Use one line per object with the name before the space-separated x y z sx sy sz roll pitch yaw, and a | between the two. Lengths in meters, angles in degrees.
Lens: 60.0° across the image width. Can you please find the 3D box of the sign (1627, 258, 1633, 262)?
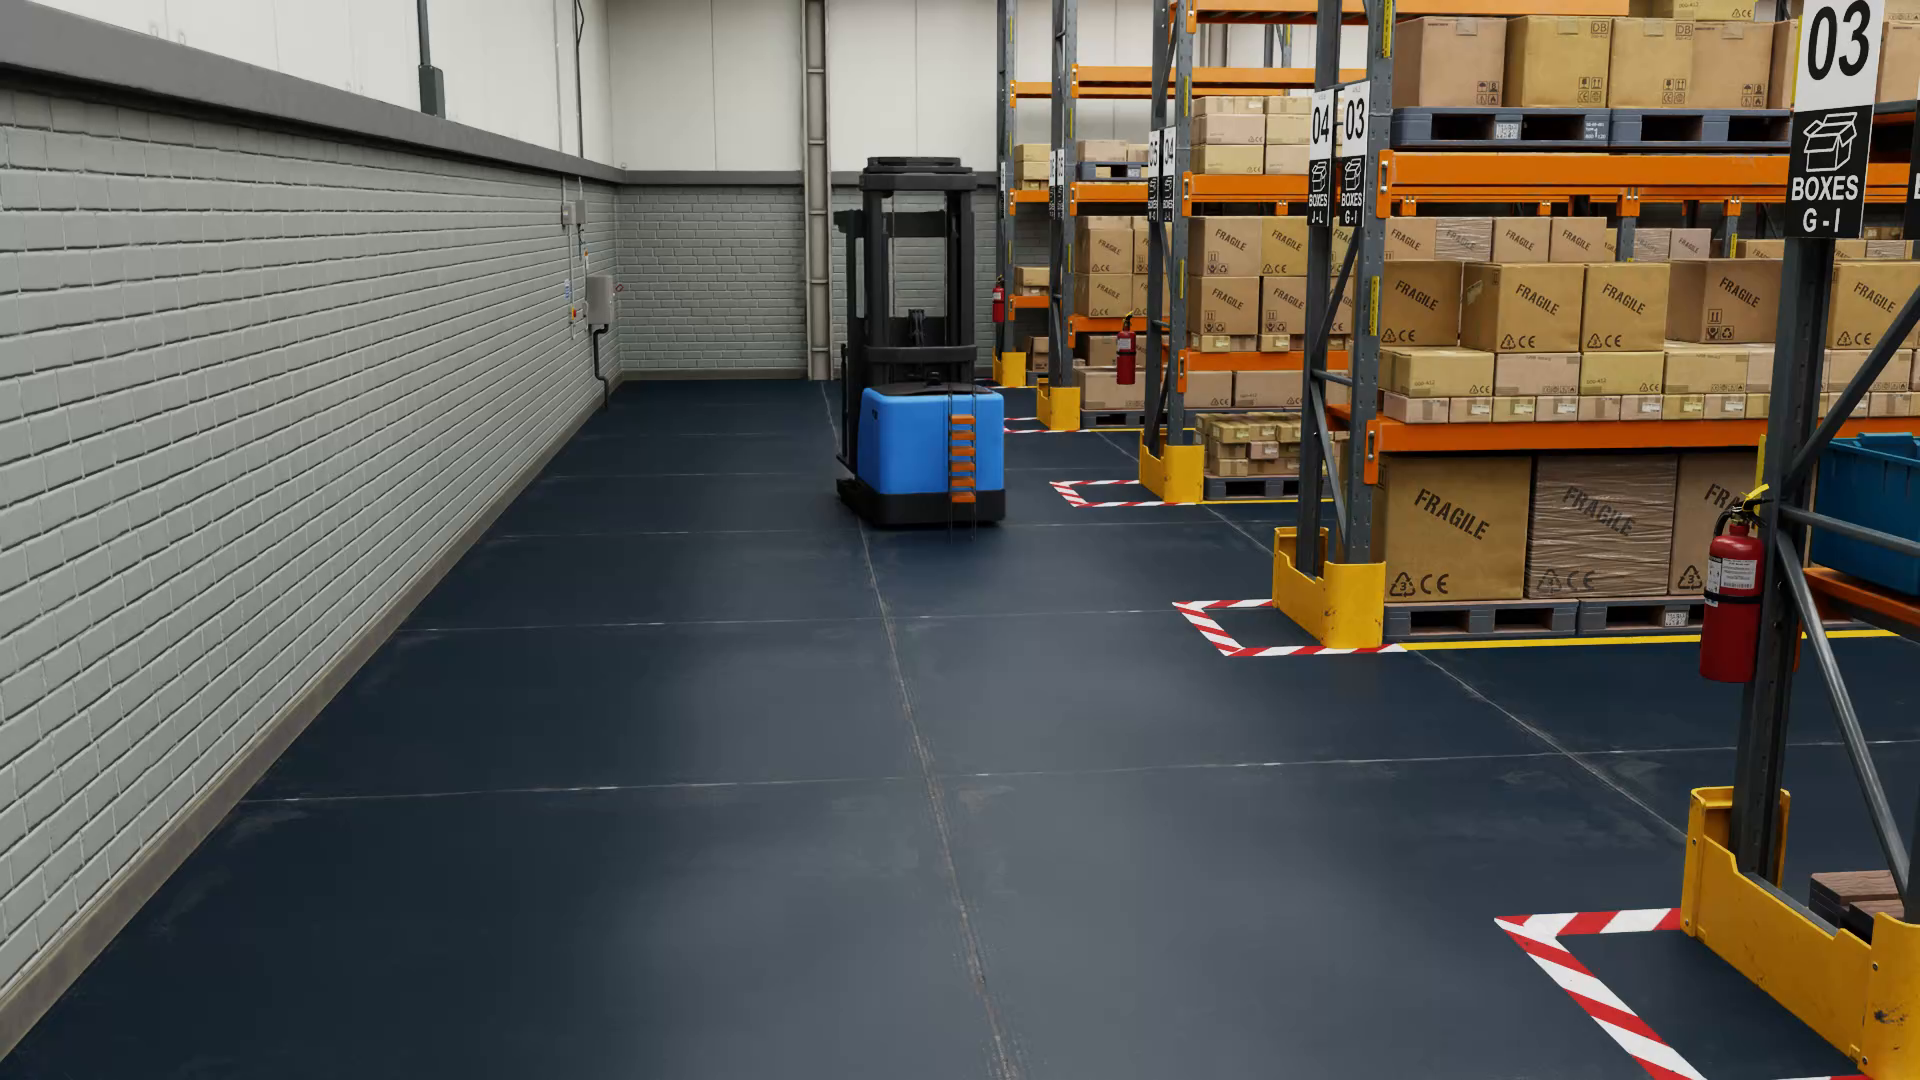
sign | 5.871 -2.311 14.601 0.005 0.325 0.100 -1 11 -6

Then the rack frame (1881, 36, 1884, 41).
rack frame | 2.798 -2.947 4.530 0.127 3.000 1.000 -1 11 -6

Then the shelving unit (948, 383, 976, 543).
shelving unit | 0.014 -0.589 12.754 0.189 1.200 0.258 -1 11 -6

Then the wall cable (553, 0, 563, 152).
wall cable | -4.432 -5.625 18.150 0.029 3.000 0.463 -1 11 -6

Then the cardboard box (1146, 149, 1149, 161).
cardboard box | 2.299 -4.436 19.182 0.250 0.149 0.380 -1 11 -4

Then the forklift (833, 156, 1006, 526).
forklift | -0.476 -1.794 14.396 1.130 2.935 3.031 -3 11 -13

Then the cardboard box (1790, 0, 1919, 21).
cardboard box | 5.304 -3.162 9.849 0.500 0.250 0.500 -2 11 -10

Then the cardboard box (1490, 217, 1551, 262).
cardboard box | 4.853 -2.602 14.704 0.500 0.500 0.500 -2 11 -8

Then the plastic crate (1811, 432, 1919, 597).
plastic crate | 3.111 -0.093 5.317 0.499 0.435 0.616 -1 11 -6

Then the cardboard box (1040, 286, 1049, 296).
cardboard box | 1.257 -3.650 24.312 0.250 0.149 0.380 -1 11 -5

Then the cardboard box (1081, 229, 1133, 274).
cardboard box | 1.701 -3.349 19.274 0.500 0.500 0.500 -1 11 -7

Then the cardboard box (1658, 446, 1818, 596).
cardboard box | 4.680 -0.183 10.441 0.875 0.875 0.875 -1 11 -6

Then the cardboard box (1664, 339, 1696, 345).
cardboard box | 4.244 -1.119 10.402 0.500 0.250 0.500 -1 11 -6

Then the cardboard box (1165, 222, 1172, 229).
cardboard box | 2.359 -3.677 19.264 0.250 0.149 0.380 -2 11 -8

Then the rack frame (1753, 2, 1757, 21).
rack frame | 9.146 -5.964 19.876 0.127 3.000 1.000 -1 11 -6

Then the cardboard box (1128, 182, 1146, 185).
cardboard box | 2.530 -5.129 24.058 0.250 0.149 0.380 -1 11 -6

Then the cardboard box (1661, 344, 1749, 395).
cardboard box | 4.304 -1.017 9.885 0.500 0.250 0.500 -1 11 -7

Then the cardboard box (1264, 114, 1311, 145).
cardboard box | 2.811 -3.520 14.315 0.500 0.250 0.500 -1 11 -7

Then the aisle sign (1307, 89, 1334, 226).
aisle sign | 2.159 -2.285 9.974 0.004 0.787 0.394 -1 11 -6

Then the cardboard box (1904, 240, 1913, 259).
cardboard box | 11.682 -3.431 20.424 0.500 0.500 0.500 -1 11 -4

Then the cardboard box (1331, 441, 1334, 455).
cardboard box | 3.155 -0.823 14.807 0.250 0.149 0.380 -1 11 -4

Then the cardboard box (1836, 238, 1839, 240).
cardboard box | 10.742 -3.828 20.762 0.250 0.149 0.380 -2 11 -9

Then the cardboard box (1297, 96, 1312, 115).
cardboard box | 2.949 -3.707 14.232 0.250 0.149 0.380 -1 11 -5

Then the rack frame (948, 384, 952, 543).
rack frame | -0.077 -0.587 12.744 0.006 1.200 0.240 -1 11 -6

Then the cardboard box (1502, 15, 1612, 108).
cardboard box | 3.347 -2.739 9.640 0.500 0.500 0.700 -2 11 -8

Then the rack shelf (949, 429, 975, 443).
rack shelf | 0.014 -0.781 12.716 0.180 0.103 0.258 -1 11 -6

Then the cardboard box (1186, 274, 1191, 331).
cardboard box | 2.247 -2.160 15.049 0.500 0.500 0.500 -1 11 -5

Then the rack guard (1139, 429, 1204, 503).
rack guard | 1.903 -0.681 15.038 0.348 0.500 1.175 -1 11 -6

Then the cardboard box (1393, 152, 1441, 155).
cardboard box | 3.851 -3.297 14.475 0.500 0.250 0.500 -1 11 -6

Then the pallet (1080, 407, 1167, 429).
pallet | 1.979 -1.517 20.037 1.213 0.211 1.003 -1 11 -6

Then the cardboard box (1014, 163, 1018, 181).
cardboard box | 1.066 -5.411 24.457 0.500 0.250 0.500 -1 11 -7

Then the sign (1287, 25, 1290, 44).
sign | 4.670 -7.225 23.664 0.005 0.325 0.100 -1 11 -6

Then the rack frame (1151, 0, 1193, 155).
rack frame | 1.828 -4.850 14.210 0.127 3.000 1.000 -1 11 -6

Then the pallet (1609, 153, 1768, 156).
pallet | 6.430 -3.362 14.903 1.003 0.211 1.213 -1 11 -6

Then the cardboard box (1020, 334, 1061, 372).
cardboard box | 1.271 -2.781 24.621 0.637 0.503 0.797 -2 11 -8

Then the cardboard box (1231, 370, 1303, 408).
cardboard box | 3.644 -1.874 20.180 0.875 0.438 0.875 -2 11 -8

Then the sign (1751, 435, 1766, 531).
sign | 2.722 -0.188 5.627 0.005 0.325 0.100 -1 11 -6

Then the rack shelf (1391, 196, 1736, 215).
rack shelf | 7.158 -4.097 20.023 4.000 0.370 1.077 -1 11 -6

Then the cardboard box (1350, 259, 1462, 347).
cardboard box | 2.719 -1.454 10.161 0.500 0.500 0.500 -1 11 -5

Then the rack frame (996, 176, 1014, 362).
rack frame | 0.653 -3.805 24.448 0.127 3.000 1.000 -1 11 -6

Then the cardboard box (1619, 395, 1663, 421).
cardboard box | 3.930 -0.801 9.818 0.250 0.149 0.380 -1 11 -7

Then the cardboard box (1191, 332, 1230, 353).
cardboard box | 2.185 -1.727 14.528 0.250 0.149 0.380 -1 11 -7

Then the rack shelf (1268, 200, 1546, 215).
rack shelf | 6.618 -5.049 24.864 4.000 0.370 1.077 -1 11 -6

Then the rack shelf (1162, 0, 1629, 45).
rack shelf | 3.816 -4.537 14.492 4.000 0.370 1.077 -1 11 -6

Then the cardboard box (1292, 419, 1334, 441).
cardboard box | 3.149 -0.982 14.845 0.250 0.149 0.380 -2 11 -9

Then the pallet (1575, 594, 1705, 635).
pallet | 4.260 0.359 10.496 1.213 0.211 1.003 -1 11 -6

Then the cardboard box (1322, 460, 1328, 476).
cardboard box | 3.147 -0.675 14.827 0.250 0.149 0.380 -1 11 -5

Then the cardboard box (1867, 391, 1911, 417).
cardboard box | 5.461 -0.833 9.981 0.250 0.149 0.380 -1 11 -7

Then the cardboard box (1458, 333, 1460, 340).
cardboard box | 4.504 -1.783 14.813 0.250 0.149 0.380 -2 11 -9
